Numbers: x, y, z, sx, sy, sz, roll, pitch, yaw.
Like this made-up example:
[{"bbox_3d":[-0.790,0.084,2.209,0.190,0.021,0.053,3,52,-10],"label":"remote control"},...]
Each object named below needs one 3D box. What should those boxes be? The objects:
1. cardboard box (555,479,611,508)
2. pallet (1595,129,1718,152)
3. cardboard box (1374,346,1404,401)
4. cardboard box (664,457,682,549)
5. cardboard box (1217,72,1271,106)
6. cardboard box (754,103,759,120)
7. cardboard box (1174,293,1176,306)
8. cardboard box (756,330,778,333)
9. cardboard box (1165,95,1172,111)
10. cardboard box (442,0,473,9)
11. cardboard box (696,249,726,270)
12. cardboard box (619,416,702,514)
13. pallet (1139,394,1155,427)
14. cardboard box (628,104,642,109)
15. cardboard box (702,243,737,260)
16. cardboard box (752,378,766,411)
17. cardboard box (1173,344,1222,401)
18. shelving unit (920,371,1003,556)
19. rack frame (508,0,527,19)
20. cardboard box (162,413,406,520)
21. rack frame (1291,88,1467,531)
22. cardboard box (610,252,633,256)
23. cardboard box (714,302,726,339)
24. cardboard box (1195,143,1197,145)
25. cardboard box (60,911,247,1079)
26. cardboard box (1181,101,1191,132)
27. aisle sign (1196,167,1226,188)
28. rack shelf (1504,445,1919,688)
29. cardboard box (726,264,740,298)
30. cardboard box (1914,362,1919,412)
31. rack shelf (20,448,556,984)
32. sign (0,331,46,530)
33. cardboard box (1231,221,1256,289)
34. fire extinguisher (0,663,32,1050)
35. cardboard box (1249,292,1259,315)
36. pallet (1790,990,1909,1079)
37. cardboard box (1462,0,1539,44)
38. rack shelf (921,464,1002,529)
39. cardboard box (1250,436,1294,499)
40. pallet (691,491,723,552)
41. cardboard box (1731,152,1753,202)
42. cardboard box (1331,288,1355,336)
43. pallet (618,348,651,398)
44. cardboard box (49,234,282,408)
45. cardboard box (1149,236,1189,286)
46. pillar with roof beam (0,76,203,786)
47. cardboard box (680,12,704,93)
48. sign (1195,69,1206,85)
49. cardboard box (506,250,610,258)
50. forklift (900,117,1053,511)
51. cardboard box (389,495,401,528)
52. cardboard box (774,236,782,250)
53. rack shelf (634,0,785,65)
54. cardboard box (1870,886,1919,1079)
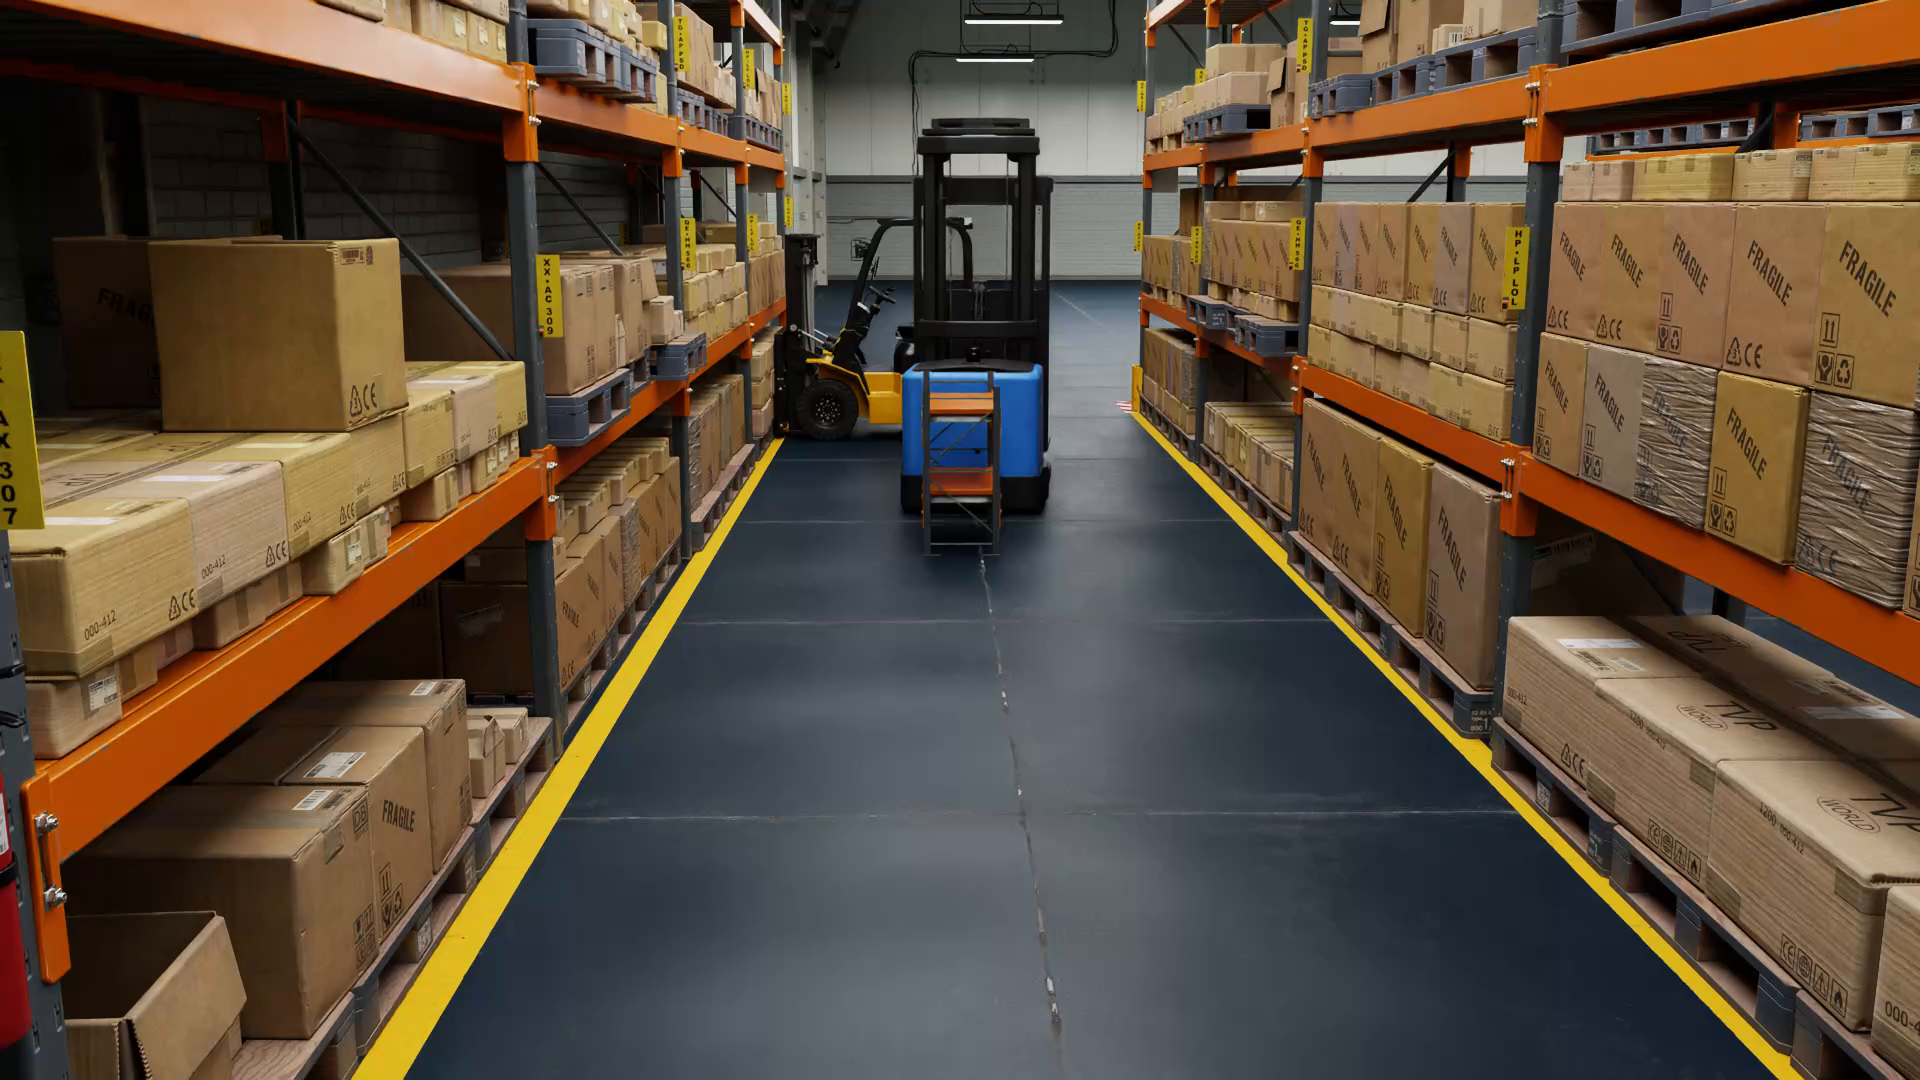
[{"bbox_3d":[-2.050,-0.229,8.745,0.380,0.149,0.250,0,11,-1],"label":"cardboard box"},{"bbox_3d":[7.503,-4.272,17.749,1.003,0.211,1.213,0,11,-1],"label":"pallet"},{"bbox_3d":[2.501,-0.886,8.757,0.500,0.250,0.500,0,11,-1],"label":"cardboard box"},{"bbox_3d":[-2.043,-0.238,10.420,0.500,0.500,0.500,0,11,0],"label":"cardboard box"},{"bbox_3d":[2.268,-3.441,12.751,0.500,0.250,0.500,0,11,-2],"label":"cardboard box"},{"bbox_3d":[-2.071,-3.981,15.416,0.380,0.149,0.250,0,11,1],"label":"cardboard box"},{"bbox_3d":[2.302,-2.349,16.227,0.380,0.149,0.250,0,11,-2],"label":"cardboard box"},{"bbox_3d":[-2.095,-2.087,17.649,0.500,0.250,0.500,0,11,0],"label":"cardboard box"},{"bbox_3d":[2.253,-4.367,16.622,0.380,0.149,0.250,0,11,0],"label":"cardboard box"},{"bbox_3d":[-1.903,-1.890,5.414,0.500,0.250,0.500,-1,11,-3],"label":"cardboard box"},{"bbox_3d":[-1.982,-2.129,12.628,0.380,0.149,0.250,-1,11,-3],"label":"cardboard box"},{"bbox_3d":[-2.266,-0.507,11.429,0.875,0.625,0.625,0,11,1],"label":"cardboard box"},{"bbox_3d":[2.513,-1.409,17.972,1.003,0.211,1.213,0,11,-1],"label":"pallet"},{"bbox_3d":[-1.992,-2.437,8.859,0.500,0.250,0.500,0,11,-1],"label":"cardboard box"},{"bbox_3d":[-2.093,-2.567,14.786,0.380,0.149,0.250,0,11,-2],"label":"cardboard box"},{"bbox_3d":[-2.051,-1.336,15.205,0.500,0.250,0.500,0,11,-1],"label":"cardboard box"},{"bbox_3d":[2.320,-1.600,15.876,0.500,0.500,0.500,0,11,0],"label":"cardboard box"},{"bbox_3d":[0.000,-0.550,11.441,0.538,1.125,1.048,0,11,-1],"label":"shelving unit"},{"bbox_3d":[-2.184,-3.486,6.107,1.000,3.000,0.127,0,11,-1],"label":"rack frame"},{"bbox_3d":[-1.898,-0.217,4.711,0.500,0.250,0.500,-1,11,-3],"label":"cardboard box"},{"bbox_3d":[2.696,-1.362,10.727,1.000,3.000,0.127,0,11,-1],"label":"rack frame"},{"bbox_3d":[-2.540,-1.975,11.869,0.380,0.149,0.250,0,11,-1],"label":"cardboard box"},{"bbox_3d":[-2.064,-1.662,12.583,0.500,0.250,0.500,0,11,1],"label":"cardboard box"},{"bbox_3d":[2.355,-3.667,15.176,0.380,0.149,0.250,0,11,-1],"label":"cardboard box"},{"bbox_3d":[-2.020,1.145,3.592,0.797,0.503,0.637,-1,11,-3],"label":"cardboard box"},{"bbox_3d":[2.323,-3.886,15.256,0.500,0.250,0.500,0,11,-2],"label":"cardboard box"},{"bbox_3d":[2.819,-4.240,18.374,0.394,0.787,0.004,0,11,-1],"label":"aisle sign"},{"bbox_3d":[2.819,0.183,4.920,1.077,0.370,4.000,0,11,-1],"label":"rack shelf"},{"bbox_3d":[-2.066,-2.109,13.528,0.500,0.250,0.500,-1,11,-3],"label":"cardboard box"},{"bbox_3d":[2.573,-0.509,3.758,0.500,0.500,0.500,0,11,-1],"label":"cardboard box"},{"bbox_3d":[-2.143,0.205,4.816,1.077,0.370,4.000,0,11,-1],"label":"rack shelf"},{"bbox_3d":[-1.559,-0.177,2.710,0.100,0.325,0.005,0,11,-1],"label":"sign"},{"bbox_3d":[2.365,-2.163,12.621,0.500,0.500,0.500,-1,11,-3],"label":"cardboard box"},{"bbox_3d":[-1.637,0.498,2.694,0.296,0.674,0.183,0,11,-1],"label":"fire extinguisher"},{"bbox_3d":[2.309,-1.716,12.050,0.380,0.149,0.250,0,11,0],"label":"cardboard box"},{"bbox_3d":[2.766,1.437,3.948,1.003,0.211,1.213,0,11,-1],"label":"pallet"},{"bbox_3d":[2.550,-2.373,7.336,0.500,0.311,0.500,0,11,-1],"label":"cardboard box"},{"bbox_3d":[0.000,-0.310,11.489,0.538,0.278,1.000,0,11,-1],"label":"rack shelf"},{"bbox_3d":[2.671,-0.539,12.223,0.950,0.372,0.625,0,11,-2],"label":"cardboard box"},{"bbox_3d":[-2.245,-0.138,11.708,1.003,0.211,1.213,0,11,-1],"label":"pallet"},{"bbox_3d":[2.602,-1.106,5.069,0.380,0.149,0.250,0,11,-1],"label":"cardboard box"},{"bbox_3d":[2.469,-1.329,9.684,0.500,0.250,0.500,0,11,0],"label":"cardboard box"},{"bbox_3d":[-2.222,-0.860,8.737,1.003,0.211,1.213,0,11,-1],"label":"pallet"},{"bbox_3d":[-2.420,-0.688,5.150,0.500,0.500,0.500,-1,11,-3],"label":"cardboard box"},{"bbox_3d":[2.277,-2.949,17.549,0.500,0.500,0.500,0,11,1],"label":"cardboard box"},{"bbox_3d":[1.233,-3.361,5.494,9.100,9.000,0.400,0,11,-1],"label":"pillar with roof beam"},{"bbox_3d":[-2.149,-3.359,11.470,0.700,0.500,0.500,0,11,-2],"label":"cardboard box"},{"bbox_3d":[2.071,-3.877,14.278,0.100,0.325,0.005,0,11,-1],"label":"sign"},{"bbox_3d":[-2.413,-1.493,10.064,0.500,0.500,0.500,0,11,2],"label":"cardboard box"},{"bbox_3d":[0.194,-1.904,13.570,1.130,2.935,3.031,1,12,5],"label":"forklift"},{"bbox_3d":[-1.963,-0.102,5.150,0.380,0.149,0.250,0,11,0],"label":"cardboard box"},{"bbox_3d":[-2.110,-3.179,17.803,0.380,0.149,0.250,0,11,0],"label":"cardboard box"},{"bbox_3d":[-2.391,-4.925,16.017,1.077,0.370,4.000,0,11,-1],"label":"rack shelf"},{"bbox_3d":[2.747,1.148,3.746,0.875,0.438,0.875,-1,11,-3],"label":"cardboard box"}]
